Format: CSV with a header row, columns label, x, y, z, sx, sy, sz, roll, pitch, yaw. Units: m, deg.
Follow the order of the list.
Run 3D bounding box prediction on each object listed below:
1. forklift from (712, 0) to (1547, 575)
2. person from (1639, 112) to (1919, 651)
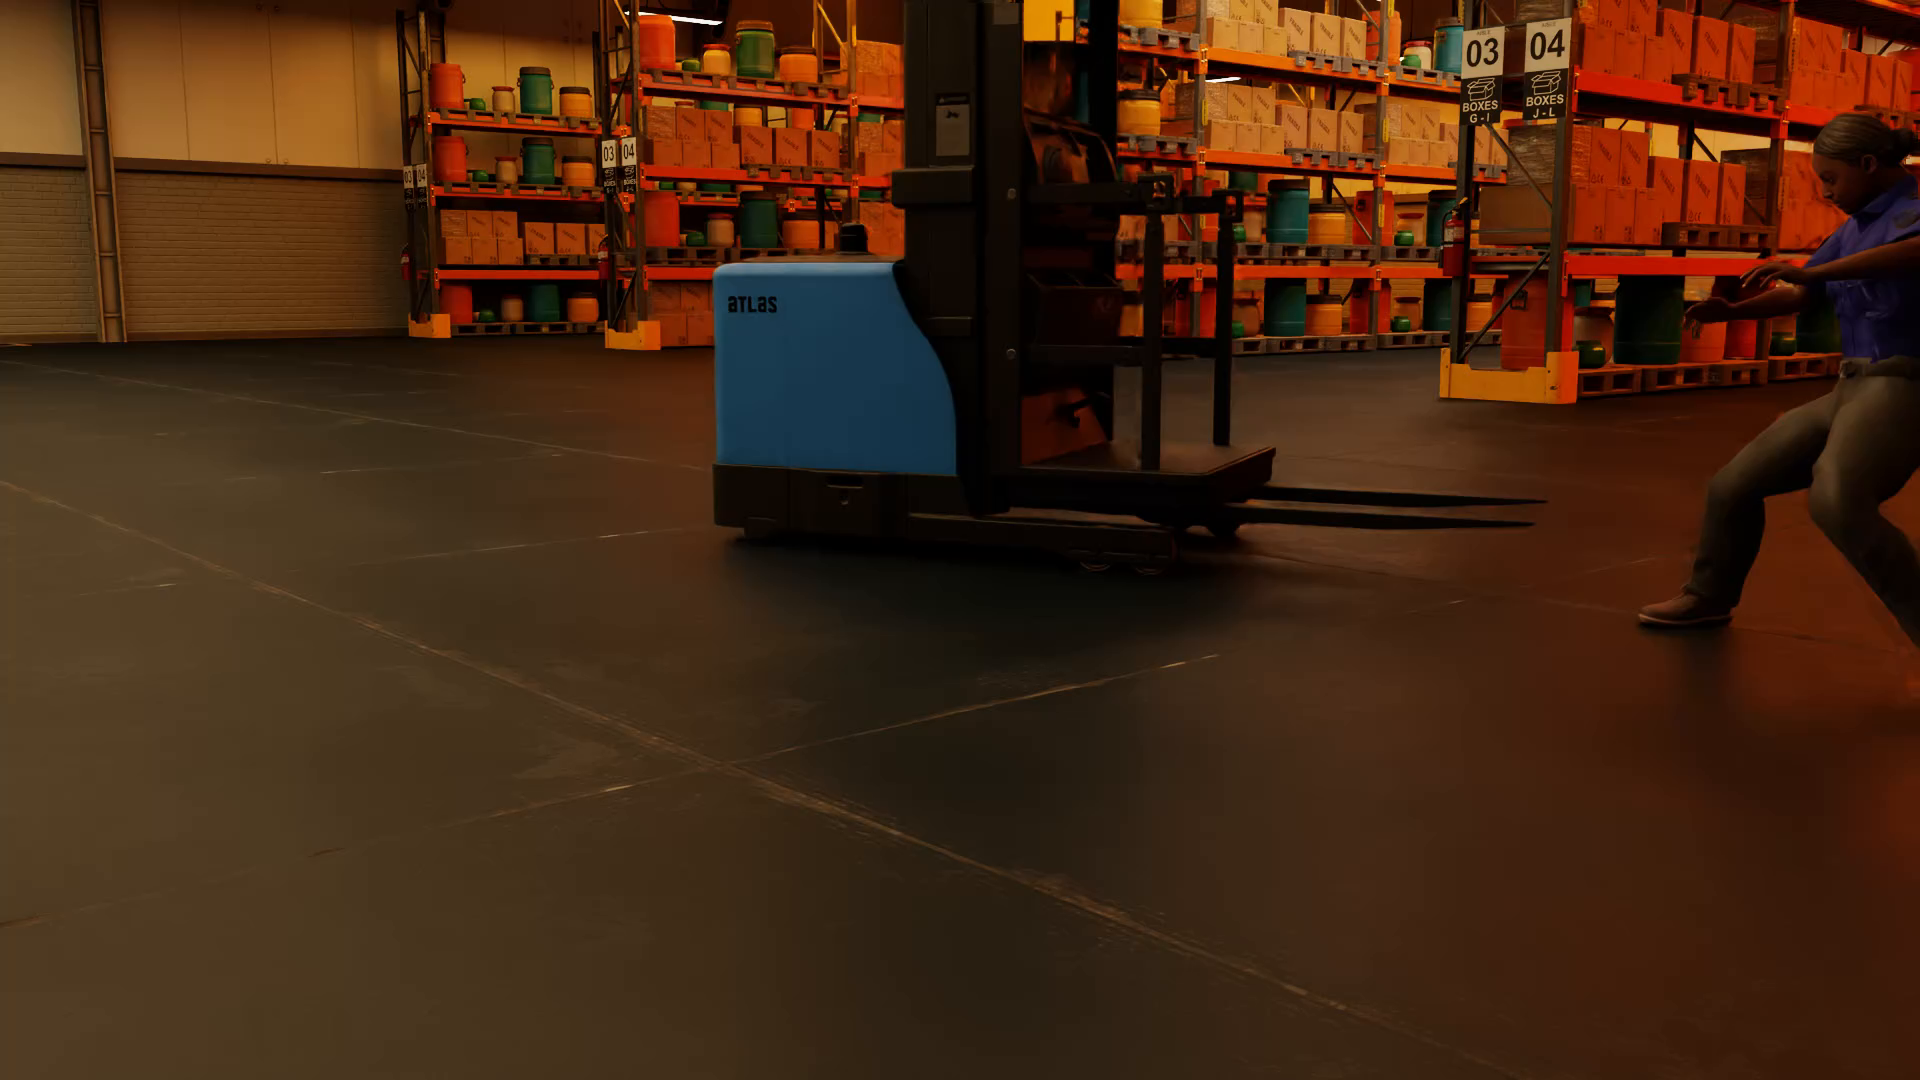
label,x,y,z,sx,sy,sz,roll,pitch,yaw
forklift,0.604,-1.418,6.119,3.031,2.935,1.130,4,10,23
person,2.208,-0.375,4.289,0.609,1.429,1.203,2,9,11
